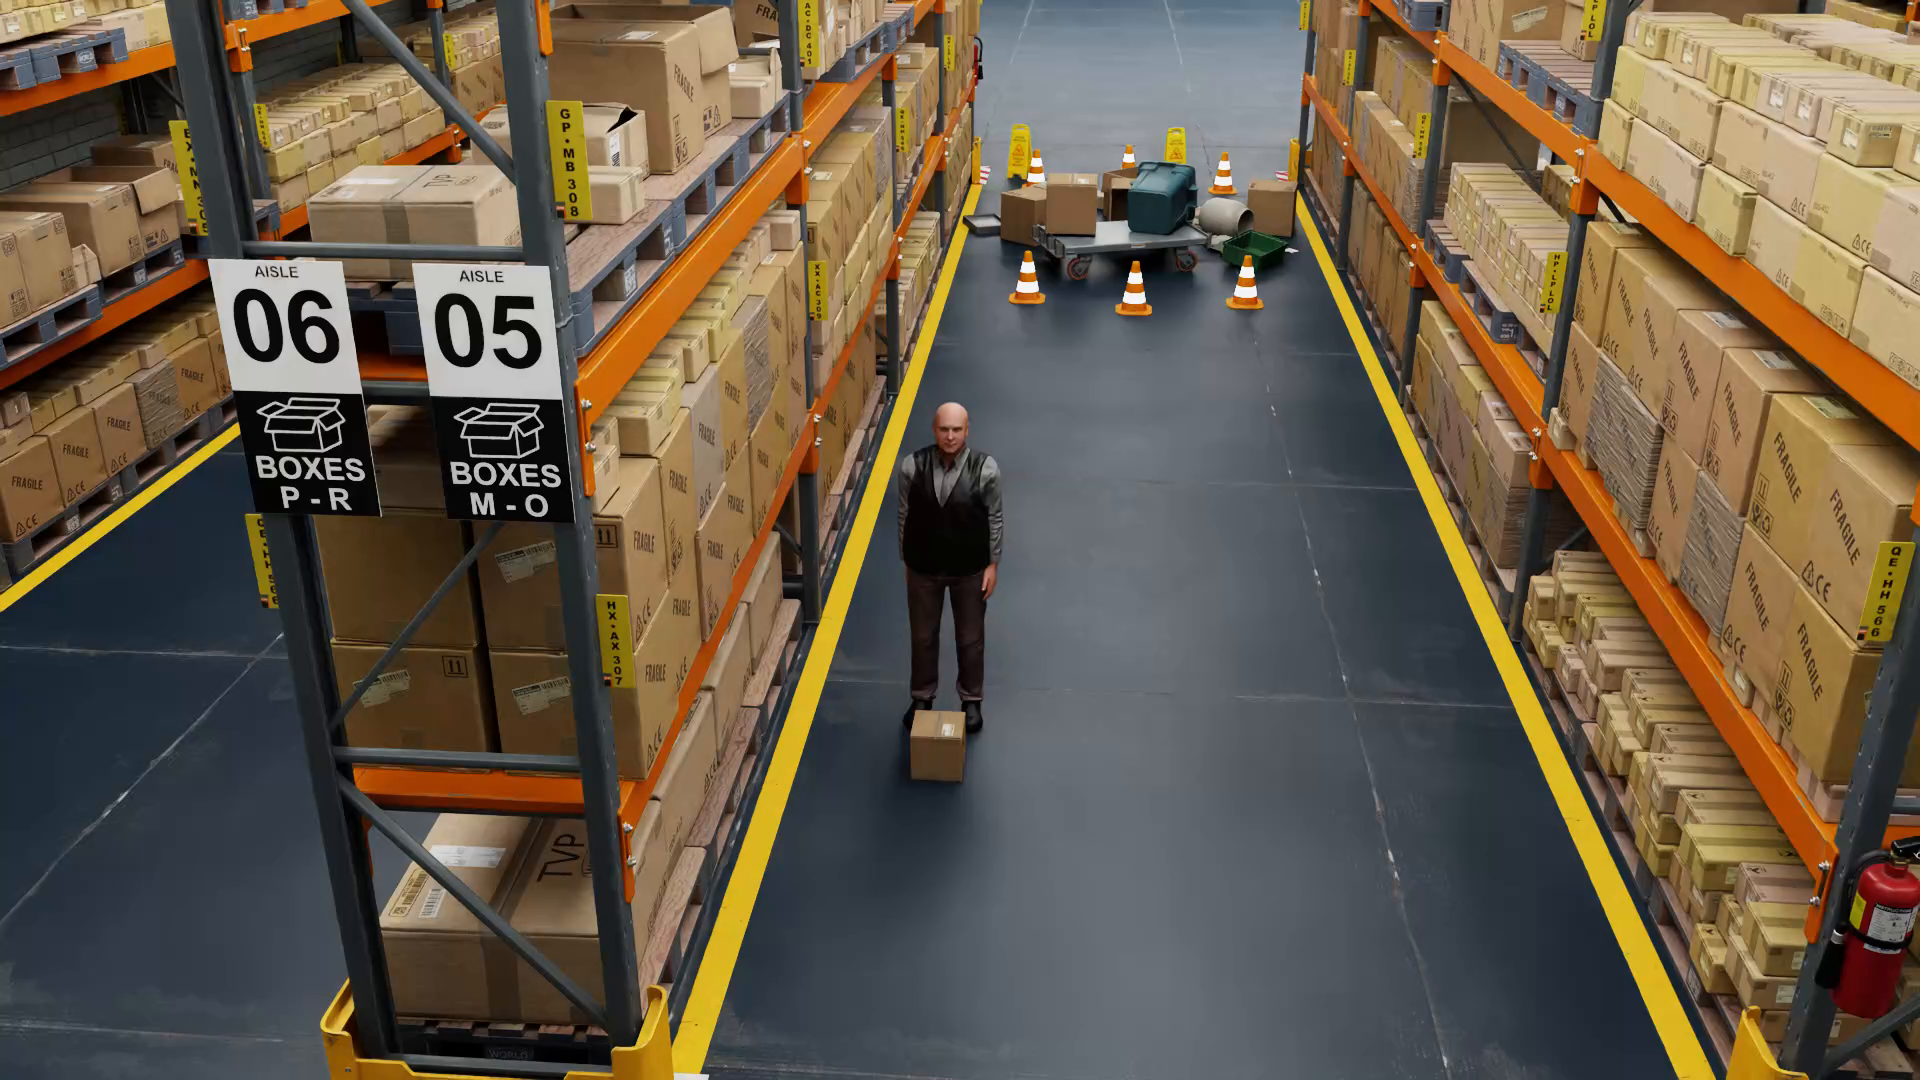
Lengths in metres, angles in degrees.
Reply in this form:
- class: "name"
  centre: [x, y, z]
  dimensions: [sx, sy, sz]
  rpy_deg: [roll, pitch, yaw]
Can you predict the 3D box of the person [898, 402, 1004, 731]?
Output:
- class: "person"
  centre: [-0.051, 0.146, 8.320]
  dimensions: [0.531, 1.725, 0.358]
  rpy_deg: [3, 25, 6]
